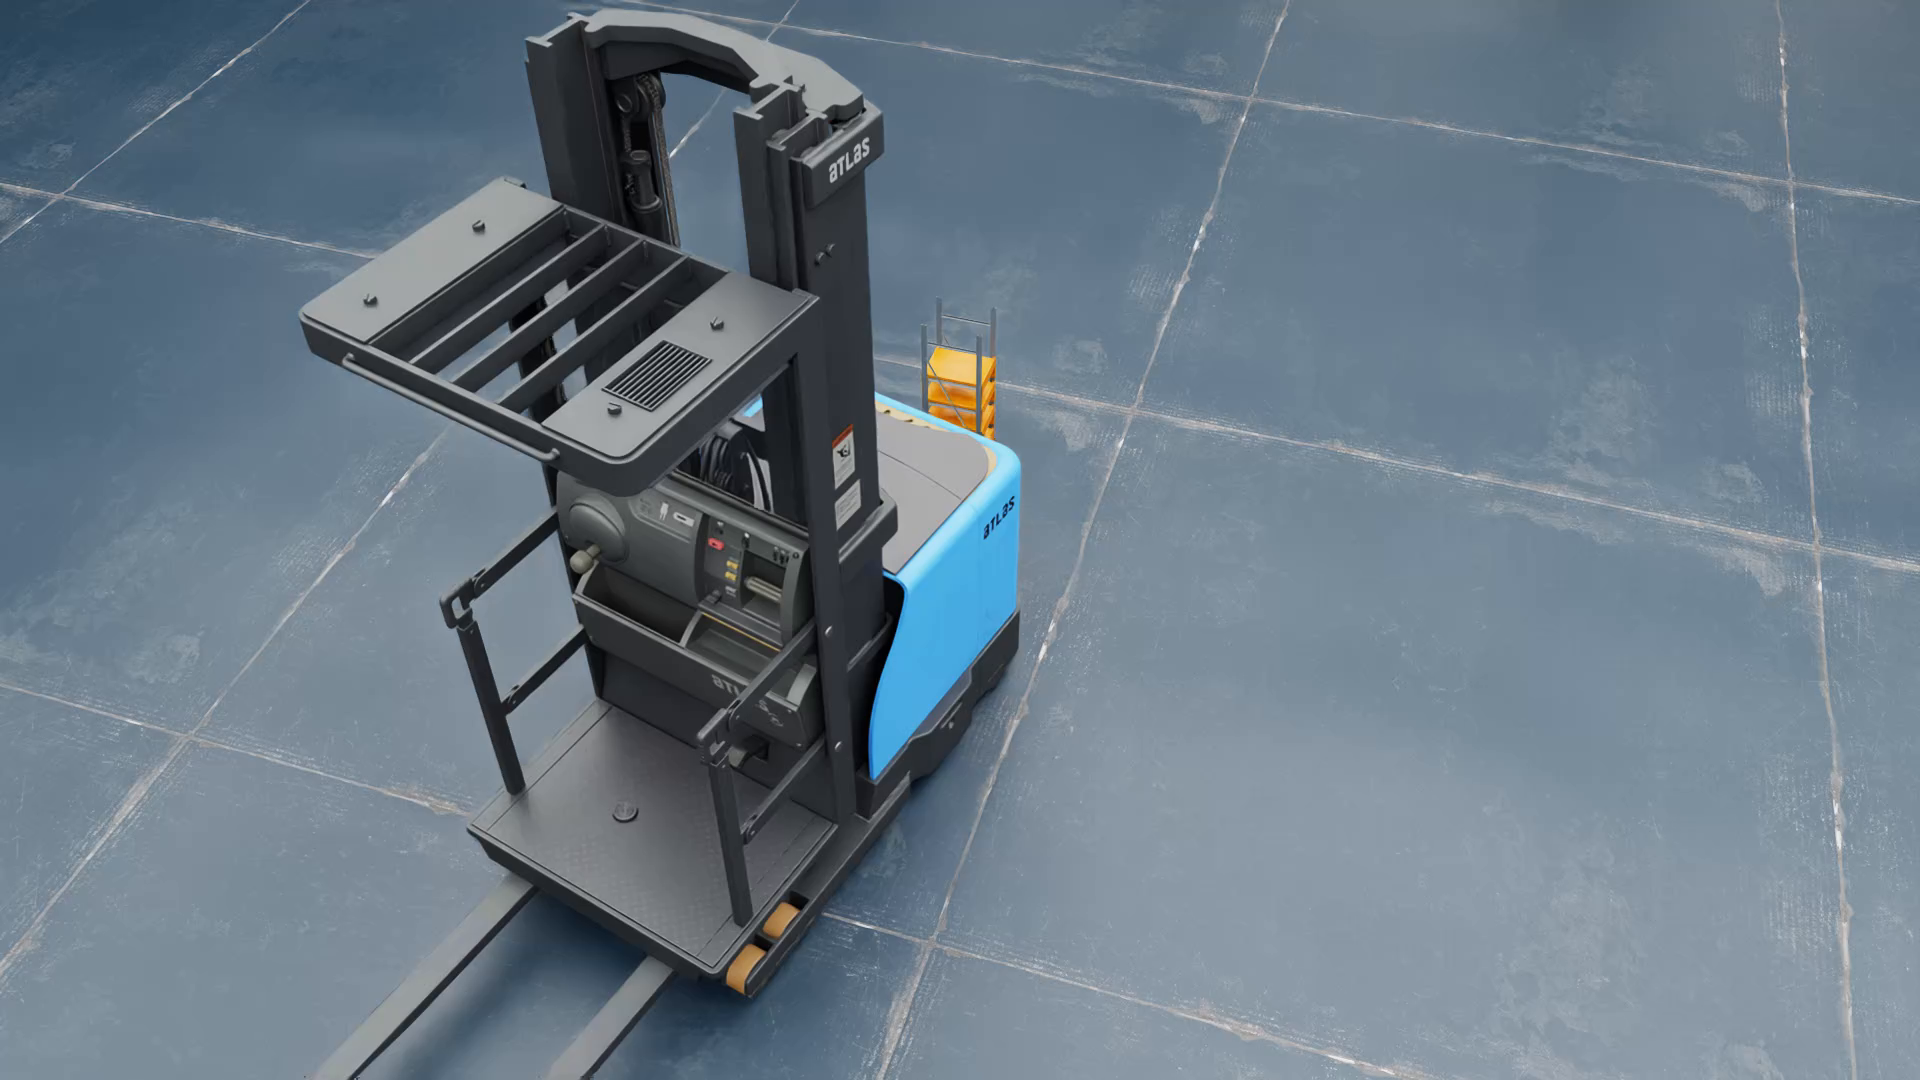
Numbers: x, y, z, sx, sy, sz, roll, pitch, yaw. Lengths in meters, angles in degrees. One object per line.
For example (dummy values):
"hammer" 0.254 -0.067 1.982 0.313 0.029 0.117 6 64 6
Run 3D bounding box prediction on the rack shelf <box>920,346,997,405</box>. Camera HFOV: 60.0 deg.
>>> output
"rack shelf" -0.004 -0.645 6.499 0.258 0.103 0.180 13 46 12

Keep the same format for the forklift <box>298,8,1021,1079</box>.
"forklift" -0.977 0.097 4.954 1.130 2.935 3.031 24 49 22

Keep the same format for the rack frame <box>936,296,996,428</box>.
"rack frame" 0.023 -0.480 6.782 0.240 1.200 0.006 13 46 12

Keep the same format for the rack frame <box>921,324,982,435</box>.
"rack frame" -0.032 -0.358 6.657 0.240 1.200 0.006 13 46 12

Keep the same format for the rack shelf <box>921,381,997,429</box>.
"rack shelf" -0.004 -0.559 6.583 0.258 0.103 0.180 13 46 12

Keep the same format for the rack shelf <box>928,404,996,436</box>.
"rack shelf" -0.004 -0.473 6.667 0.258 0.103 0.180 13 46 12

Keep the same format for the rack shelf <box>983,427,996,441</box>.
"rack shelf" -0.004 -0.387 6.751 0.258 0.103 0.180 13 46 12

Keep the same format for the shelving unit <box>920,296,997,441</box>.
"shelving unit" -0.004 -0.419 6.719 0.258 1.200 0.189 13 46 12
